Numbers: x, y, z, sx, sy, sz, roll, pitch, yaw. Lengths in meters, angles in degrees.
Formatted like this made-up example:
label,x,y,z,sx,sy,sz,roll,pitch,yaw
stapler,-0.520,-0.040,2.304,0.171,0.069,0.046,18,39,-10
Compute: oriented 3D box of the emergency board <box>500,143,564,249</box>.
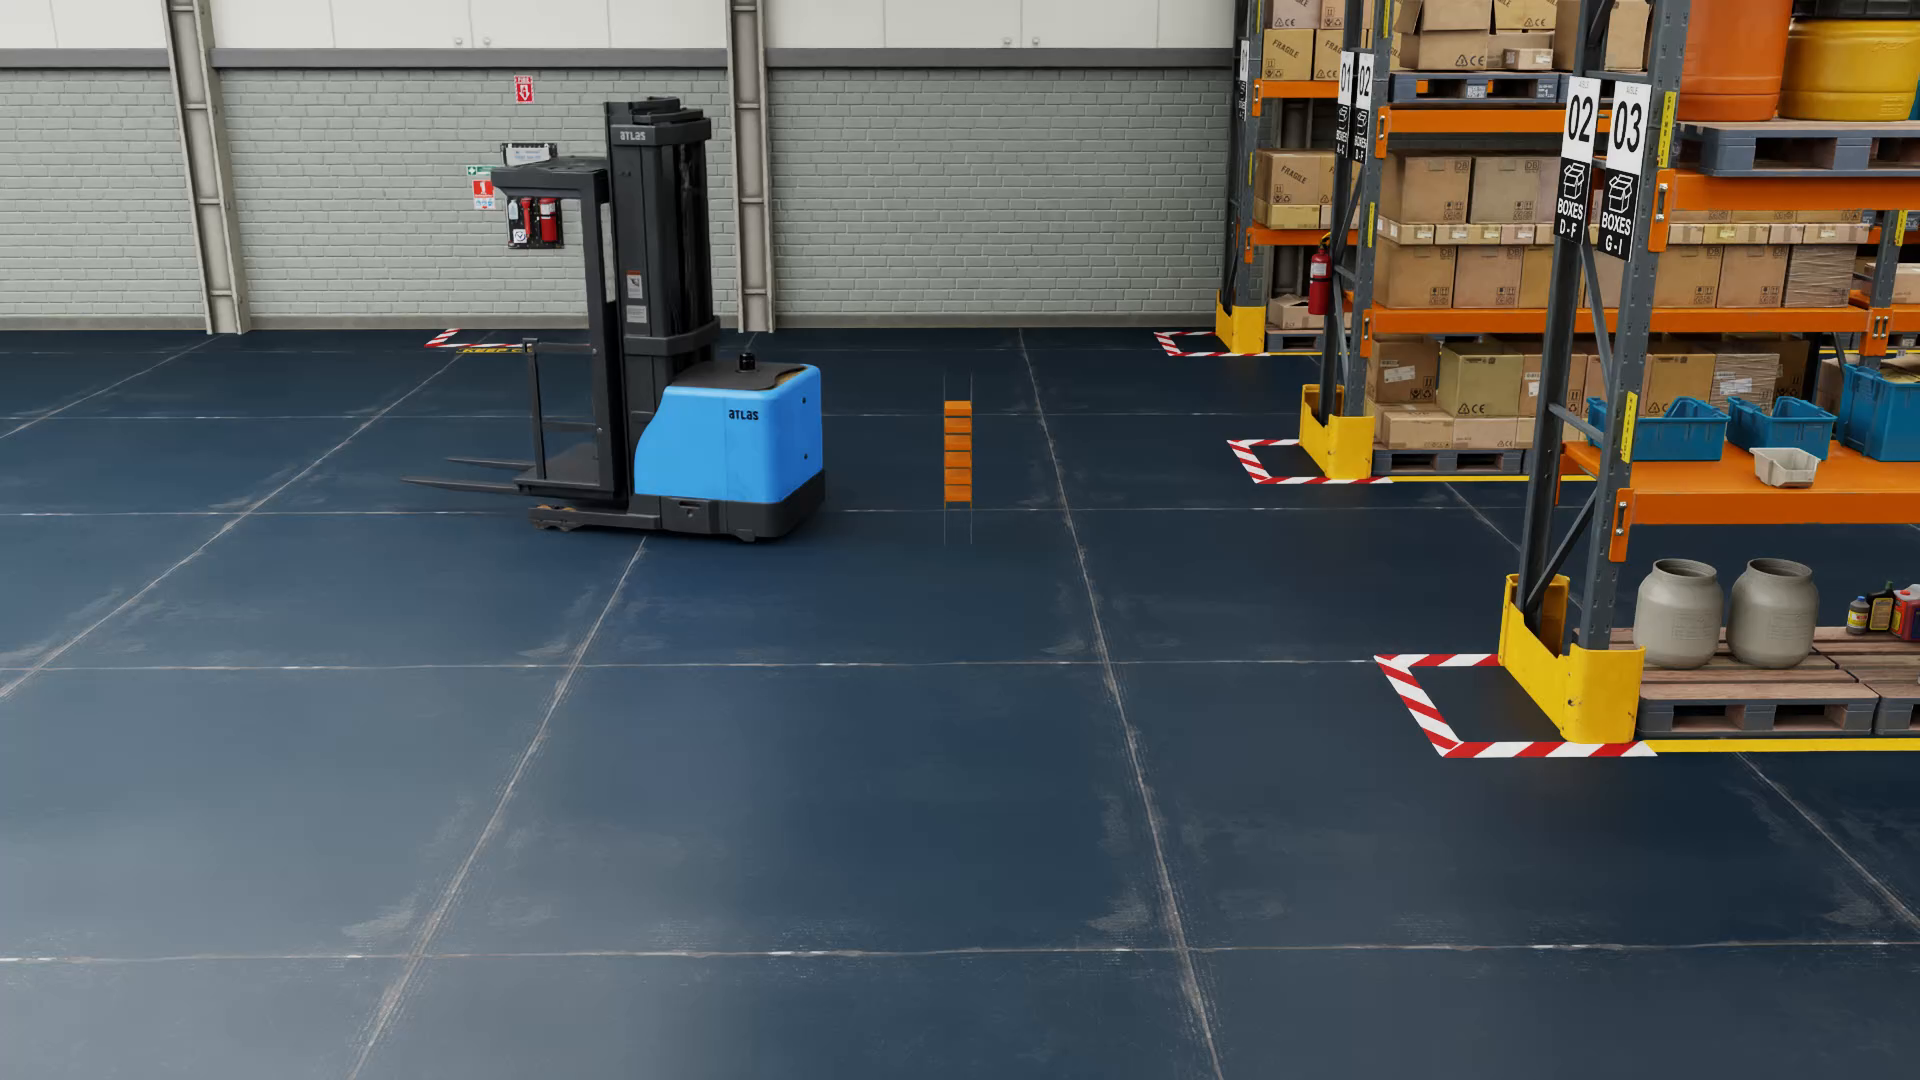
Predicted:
label,x,y,z,sx,sy,sz,roll,pitch,yaw
emergency board,-4.792,-3.832,18.583,0.643,1.169,0.194,0,18,-1

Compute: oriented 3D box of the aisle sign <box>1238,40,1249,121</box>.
label,x,y,z,sx,sy,sz,roll,pitch,yaw
aisle sign,2.925,-4.740,17.156,0.004,0.787,0.394,0,18,-1

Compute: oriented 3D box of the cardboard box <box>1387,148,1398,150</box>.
label,x,y,z,sx,sy,sz,roll,pitch,yaw
cardboard box,4.480,-3.959,17.965,0.500,0.500,0.500,-1,18,-2

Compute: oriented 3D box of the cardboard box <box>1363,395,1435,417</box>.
label,x,y,z,sx,sy,sz,roll,pitch,yaw
cardboard box,3.606,-1.064,13.769,0.500,0.250,0.500,0,18,-1

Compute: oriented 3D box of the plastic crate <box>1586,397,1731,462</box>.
label,x,y,z,sx,sy,sz,roll,pitch,yaw
plastic crate,3.644,-0.591,8.723,0.616,0.251,0.499,0,18,-1

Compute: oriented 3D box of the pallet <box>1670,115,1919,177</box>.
label,x,y,z,sx,sy,sz,roll,pitch,yaw
pallet,3.977,-1.881,7.898,1.213,0.211,1.003,0,18,-1

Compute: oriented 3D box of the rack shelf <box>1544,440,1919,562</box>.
label,x,y,z,sx,sy,sz,roll,pitch,yaw
rack shelf,5.148,-0.235,8.548,4.000,0.370,1.077,0,18,-1

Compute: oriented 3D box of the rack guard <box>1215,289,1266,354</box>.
label,x,y,z,sx,sy,sz,roll,pitch,yaw
rack guard,3.068,-2.404,18.223,0.348,0.500,1.175,0,18,-1

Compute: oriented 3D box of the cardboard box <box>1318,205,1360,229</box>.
label,x,y,z,sx,sy,sz,roll,pitch,yaw
cardboard box,4.004,-3.444,17.586,0.500,0.250,0.500,-1,18,-3

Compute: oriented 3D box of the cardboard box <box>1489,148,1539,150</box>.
label,x,y,z,sx,sy,sz,roll,pitch,yaw
cardboard box,6.001,-3.969,17.993,0.500,0.500,0.500,0,18,-1

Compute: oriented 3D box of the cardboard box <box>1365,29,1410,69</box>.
label,x,y,z,sx,sy,sz,roll,pitch,yaw
cardboard box,4.387,-5.000,17.116,0.500,0.500,0.500,1,18,2

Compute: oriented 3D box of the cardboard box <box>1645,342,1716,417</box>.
label,x,y,z,sx,sy,sz,roll,pitch,yaw
cardboard box,5.613,-1.277,13.203,0.500,0.500,0.500,0,18,-1

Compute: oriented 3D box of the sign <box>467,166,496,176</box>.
label,x,y,z,sx,sy,sz,roll,pitch,yaw
sign,-5.342,-4.128,18.578,0.331,0.109,0.001,0,18,-1

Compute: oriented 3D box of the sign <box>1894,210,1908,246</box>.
label,x,y,z,sx,sy,sz,roll,pitch,yaw
sign,7.084,-2.381,12.511,0.005,0.325,0.100,0,18,-1

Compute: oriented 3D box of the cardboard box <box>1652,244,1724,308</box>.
label,x,y,z,sx,sy,sz,roll,pitch,yaw
cardboard box,5.601,-2.138,13.138,0.500,0.500,0.700,0,18,0

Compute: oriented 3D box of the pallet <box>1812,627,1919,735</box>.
label,x,y,z,sx,sy,sz,roll,pitch,yaw
pallet,5.253,0.738,8.902,1.213,0.211,1.003,0,18,-1

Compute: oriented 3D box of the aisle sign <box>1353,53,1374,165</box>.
label,x,y,z,sx,sy,sz,roll,pitch,yaw
aisle sign,3.013,-3.225,12.434,0.004,0.787,0.394,0,18,-1

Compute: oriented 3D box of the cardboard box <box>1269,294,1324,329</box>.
label,x,y,z,sx,sy,sz,roll,pitch,yaw
cardboard box,3.685,-2.499,18.108,0.500,0.311,0.500,-2,18,-7

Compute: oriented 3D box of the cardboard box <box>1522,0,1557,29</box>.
label,x,y,z,sx,sy,sz,roll,pitch,yaw
cardboard box,5.944,-5.484,16.987,0.500,0.500,0.500,1,18,2

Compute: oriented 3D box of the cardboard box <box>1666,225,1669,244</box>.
label,x,y,z,sx,sy,sz,roll,pitch,yaw
cardboard box,5.270,-2.382,12.837,0.250,0.149,0.380,0,18,1

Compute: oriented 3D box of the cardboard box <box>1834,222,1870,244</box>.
label,x,y,z,sx,sy,sz,roll,pitch,yaw
cardboard box,6.805,-2.390,12.862,0.250,0.149,0.380,0,18,-1

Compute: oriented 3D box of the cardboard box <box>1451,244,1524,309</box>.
label,x,y,z,sx,sy,sz,roll,pitch,yaw
cardboard box,4.066,-2.131,13.116,0.500,0.500,0.700,0,18,1

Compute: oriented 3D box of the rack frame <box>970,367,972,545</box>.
label,x,y,z,sx,sy,sz,roll,pitch,yaw
rack frame,0.077,-0.572,11.365,0.006,1.200,0.240,0,18,-1

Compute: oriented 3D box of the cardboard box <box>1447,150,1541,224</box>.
label,x,y,z,sx,sy,sz,roll,pitch,yaw
cardboard box,4.120,-2.749,12.919,0.500,0.500,0.700,-1,18,-2

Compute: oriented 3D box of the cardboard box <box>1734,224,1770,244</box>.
label,x,y,z,sx,sy,sz,roll,pitch,yaw
cardboard box,6.033,-2.386,12.848,0.250,0.149,0.380,0,18,-1

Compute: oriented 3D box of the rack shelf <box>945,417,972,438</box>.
label,x,y,z,sx,sy,sz,roll,pitch,yaw
rack shelf,-0.014,-0.757,11.304,0.180,0.103,0.258,0,18,-1

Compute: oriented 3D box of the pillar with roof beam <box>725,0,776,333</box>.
label,x,y,z,sx,sy,sz,roll,pitch,yaw
pillar with roof beam,-2.253,-5.374,13.569,0.400,9.000,9.100,0,18,-1

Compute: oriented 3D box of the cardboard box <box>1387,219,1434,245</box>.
label,x,y,z,sx,sy,sz,roll,pitch,yaw
cardboard box,3.470,-2.374,12.810,0.250,0.149,0.380,0,18,-1

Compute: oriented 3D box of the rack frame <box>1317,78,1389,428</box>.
label,x,y,z,sx,sy,sz,roll,pitch,yaw
rack frame,3.074,-2.081,13.124,0.127,3.000,1.000,0,18,-1

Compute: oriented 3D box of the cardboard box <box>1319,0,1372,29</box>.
label,x,y,z,sx,sy,sz,roll,pitch,yaw
cardboard box,3.884,-5.470,16.945,0.500,0.500,0.500,0,18,-1

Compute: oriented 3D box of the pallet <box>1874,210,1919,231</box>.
label,x,y,z,sx,sy,sz,roll,pitch,yaw
pallet,10.280,-3.505,17.878,1.003,0.211,1.213,0,18,-1

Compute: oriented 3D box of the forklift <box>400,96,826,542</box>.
label,x,y,z,sx,sy,sz,roll,pitch,yaw
forklift,-2.563,-1.608,11.762,3.031,2.935,1.130,5,18,14

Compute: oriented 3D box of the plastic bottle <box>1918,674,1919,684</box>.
label,x,y,z,sx,sy,sz,roll,pitch,yaw
plastic bottle,4.966,0.608,8.488,0.097,0.271,0.097,0,18,0

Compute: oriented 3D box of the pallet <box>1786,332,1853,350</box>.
label,x,y,z,sx,sy,sz,roll,pitch,yaw
pallet,8.993,-2.296,18.360,1.213,0.211,1.003,0,18,-1

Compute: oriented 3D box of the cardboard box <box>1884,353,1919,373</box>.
label,x,y,z,sx,sy,sz,roll,pitch,yaw
cardboard box,7.994,-1.352,13.747,0.500,0.311,0.500,0,18,1

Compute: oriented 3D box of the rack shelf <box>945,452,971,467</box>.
label,x,y,z,sx,sy,sz,roll,pitch,yaw
rack shelf,-0.014,-0.529,11.378,0.180,0.103,0.258,0,18,-1

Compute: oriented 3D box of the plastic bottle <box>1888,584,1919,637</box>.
label,x,y,z,sx,sy,sz,roll,pitch,yaw
plastic bottle,5.230,0.384,9.179,0.135,0.276,0.152,0,18,0

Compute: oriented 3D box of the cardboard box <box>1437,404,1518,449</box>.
label,x,y,z,sx,sy,sz,roll,pitch,yaw
cardboard box,4.114,-0.910,13.287,0.500,0.250,0.500,0,18,-1

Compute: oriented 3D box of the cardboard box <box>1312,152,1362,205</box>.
label,x,y,z,sx,sy,sz,roll,pitch,yaw
cardboard box,3.969,-3.799,17.464,0.500,0.500,0.500,0,18,-1

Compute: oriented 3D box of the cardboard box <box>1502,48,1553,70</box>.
label,x,y,z,sx,sy,sz,roll,pitch,yaw
cardboard box,4.253,-3.608,12.468,0.250,0.149,0.380,0,18,-1

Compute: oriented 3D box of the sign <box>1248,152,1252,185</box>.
label,x,y,z,sx,sy,sz,roll,pitch,yaw
sign,3.001,-3.840,17.191,0.005,0.325,0.100,0,18,-1

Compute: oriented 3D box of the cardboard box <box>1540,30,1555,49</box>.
label,x,y,z,sx,sy,sz,roll,pitch,yaw
cardboard box,4.777,-3.822,12.870,0.500,0.311,0.500,2,18,6

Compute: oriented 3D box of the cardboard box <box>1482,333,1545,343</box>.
label,x,y,z,sx,sy,sz,roll,pitch,yaw
cardboard box,4.605,-1.431,13.685,0.500,0.500,0.500,0,18,-1

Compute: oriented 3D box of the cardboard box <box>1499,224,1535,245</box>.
label,x,y,z,sx,sy,sz,roll,pitch,yaw
cardboard box,4.236,-2.377,12.821,0.250,0.149,0.380,-1,18,-2

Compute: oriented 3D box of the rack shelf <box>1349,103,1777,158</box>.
label,x,y,z,sx,sy,sz,roll,pitch,yaw
rack shelf,5.074,-3.176,12.806,4.000,0.370,1.077,0,18,-1

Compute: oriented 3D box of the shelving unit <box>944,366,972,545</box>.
label,x,y,z,sx,sy,sz,roll,pitch,yaw
shelving unit,-0.014,-0.571,11.364,0.189,1.200,0.258,0,18,-1

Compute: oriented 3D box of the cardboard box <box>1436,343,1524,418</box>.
label,x,y,z,sx,sy,sz,roll,pitch,yaw
cardboard box,4.114,-1.266,13.171,0.500,0.500,0.500,0,18,-1

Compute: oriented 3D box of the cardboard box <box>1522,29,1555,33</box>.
label,x,y,z,sx,sy,sz,roll,pitch,yaw
cardboard box,5.985,-5.022,17.185,0.500,0.500,0.500,-2,18,-6

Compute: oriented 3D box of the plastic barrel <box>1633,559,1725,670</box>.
label,x,y,z,sx,sy,sz,roll,pitch,yaw
plastic barrel,3.805,0.390,8.806,0.421,0.512,0.421,0,18,0

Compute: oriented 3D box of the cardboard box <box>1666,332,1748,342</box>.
label,x,y,z,sx,sy,sz,roll,pitch,yaw
cardboard box,6.105,-1.437,13.701,0.500,0.500,0.500,0,18,-1

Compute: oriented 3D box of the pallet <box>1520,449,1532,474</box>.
label,x,y,z,sx,sy,sz,roll,pitch,yaw
pallet,5.055,-0.775,13.617,1.213,0.211,1.003,0,18,-1

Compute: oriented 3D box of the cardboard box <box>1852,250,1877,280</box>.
label,x,y,z,sx,sy,sz,roll,pitch,yaw
cardboard box,9.701,-3.006,18.151,0.500,0.250,0.500,0,18,0

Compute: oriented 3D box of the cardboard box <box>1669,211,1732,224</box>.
label,x,y,z,sx,sy,sz,roll,pitch,yaw
cardboard box,5.624,-2.756,12.942,0.500,0.500,0.700,0,18,-1

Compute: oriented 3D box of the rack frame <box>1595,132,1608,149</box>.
label,x,y,z,sx,sy,sz,roll,pitch,yaw
rack frame,6.992,-3.613,17.900,0.127,3.000,1.000,0,18,-1

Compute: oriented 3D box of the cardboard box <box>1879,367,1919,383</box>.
label,x,y,z,sx,sy,sz,roll,pitch,yaw
cardboard box,7.491,-1.184,13.223,0.500,0.311,0.500,0,18,-1

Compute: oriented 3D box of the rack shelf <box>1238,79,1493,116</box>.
label,x,y,z,sx,sy,sz,roll,pitch,yaw
rack shelf,4.992,-4.689,17.522,4.000,0.370,1.077,0,18,-1
